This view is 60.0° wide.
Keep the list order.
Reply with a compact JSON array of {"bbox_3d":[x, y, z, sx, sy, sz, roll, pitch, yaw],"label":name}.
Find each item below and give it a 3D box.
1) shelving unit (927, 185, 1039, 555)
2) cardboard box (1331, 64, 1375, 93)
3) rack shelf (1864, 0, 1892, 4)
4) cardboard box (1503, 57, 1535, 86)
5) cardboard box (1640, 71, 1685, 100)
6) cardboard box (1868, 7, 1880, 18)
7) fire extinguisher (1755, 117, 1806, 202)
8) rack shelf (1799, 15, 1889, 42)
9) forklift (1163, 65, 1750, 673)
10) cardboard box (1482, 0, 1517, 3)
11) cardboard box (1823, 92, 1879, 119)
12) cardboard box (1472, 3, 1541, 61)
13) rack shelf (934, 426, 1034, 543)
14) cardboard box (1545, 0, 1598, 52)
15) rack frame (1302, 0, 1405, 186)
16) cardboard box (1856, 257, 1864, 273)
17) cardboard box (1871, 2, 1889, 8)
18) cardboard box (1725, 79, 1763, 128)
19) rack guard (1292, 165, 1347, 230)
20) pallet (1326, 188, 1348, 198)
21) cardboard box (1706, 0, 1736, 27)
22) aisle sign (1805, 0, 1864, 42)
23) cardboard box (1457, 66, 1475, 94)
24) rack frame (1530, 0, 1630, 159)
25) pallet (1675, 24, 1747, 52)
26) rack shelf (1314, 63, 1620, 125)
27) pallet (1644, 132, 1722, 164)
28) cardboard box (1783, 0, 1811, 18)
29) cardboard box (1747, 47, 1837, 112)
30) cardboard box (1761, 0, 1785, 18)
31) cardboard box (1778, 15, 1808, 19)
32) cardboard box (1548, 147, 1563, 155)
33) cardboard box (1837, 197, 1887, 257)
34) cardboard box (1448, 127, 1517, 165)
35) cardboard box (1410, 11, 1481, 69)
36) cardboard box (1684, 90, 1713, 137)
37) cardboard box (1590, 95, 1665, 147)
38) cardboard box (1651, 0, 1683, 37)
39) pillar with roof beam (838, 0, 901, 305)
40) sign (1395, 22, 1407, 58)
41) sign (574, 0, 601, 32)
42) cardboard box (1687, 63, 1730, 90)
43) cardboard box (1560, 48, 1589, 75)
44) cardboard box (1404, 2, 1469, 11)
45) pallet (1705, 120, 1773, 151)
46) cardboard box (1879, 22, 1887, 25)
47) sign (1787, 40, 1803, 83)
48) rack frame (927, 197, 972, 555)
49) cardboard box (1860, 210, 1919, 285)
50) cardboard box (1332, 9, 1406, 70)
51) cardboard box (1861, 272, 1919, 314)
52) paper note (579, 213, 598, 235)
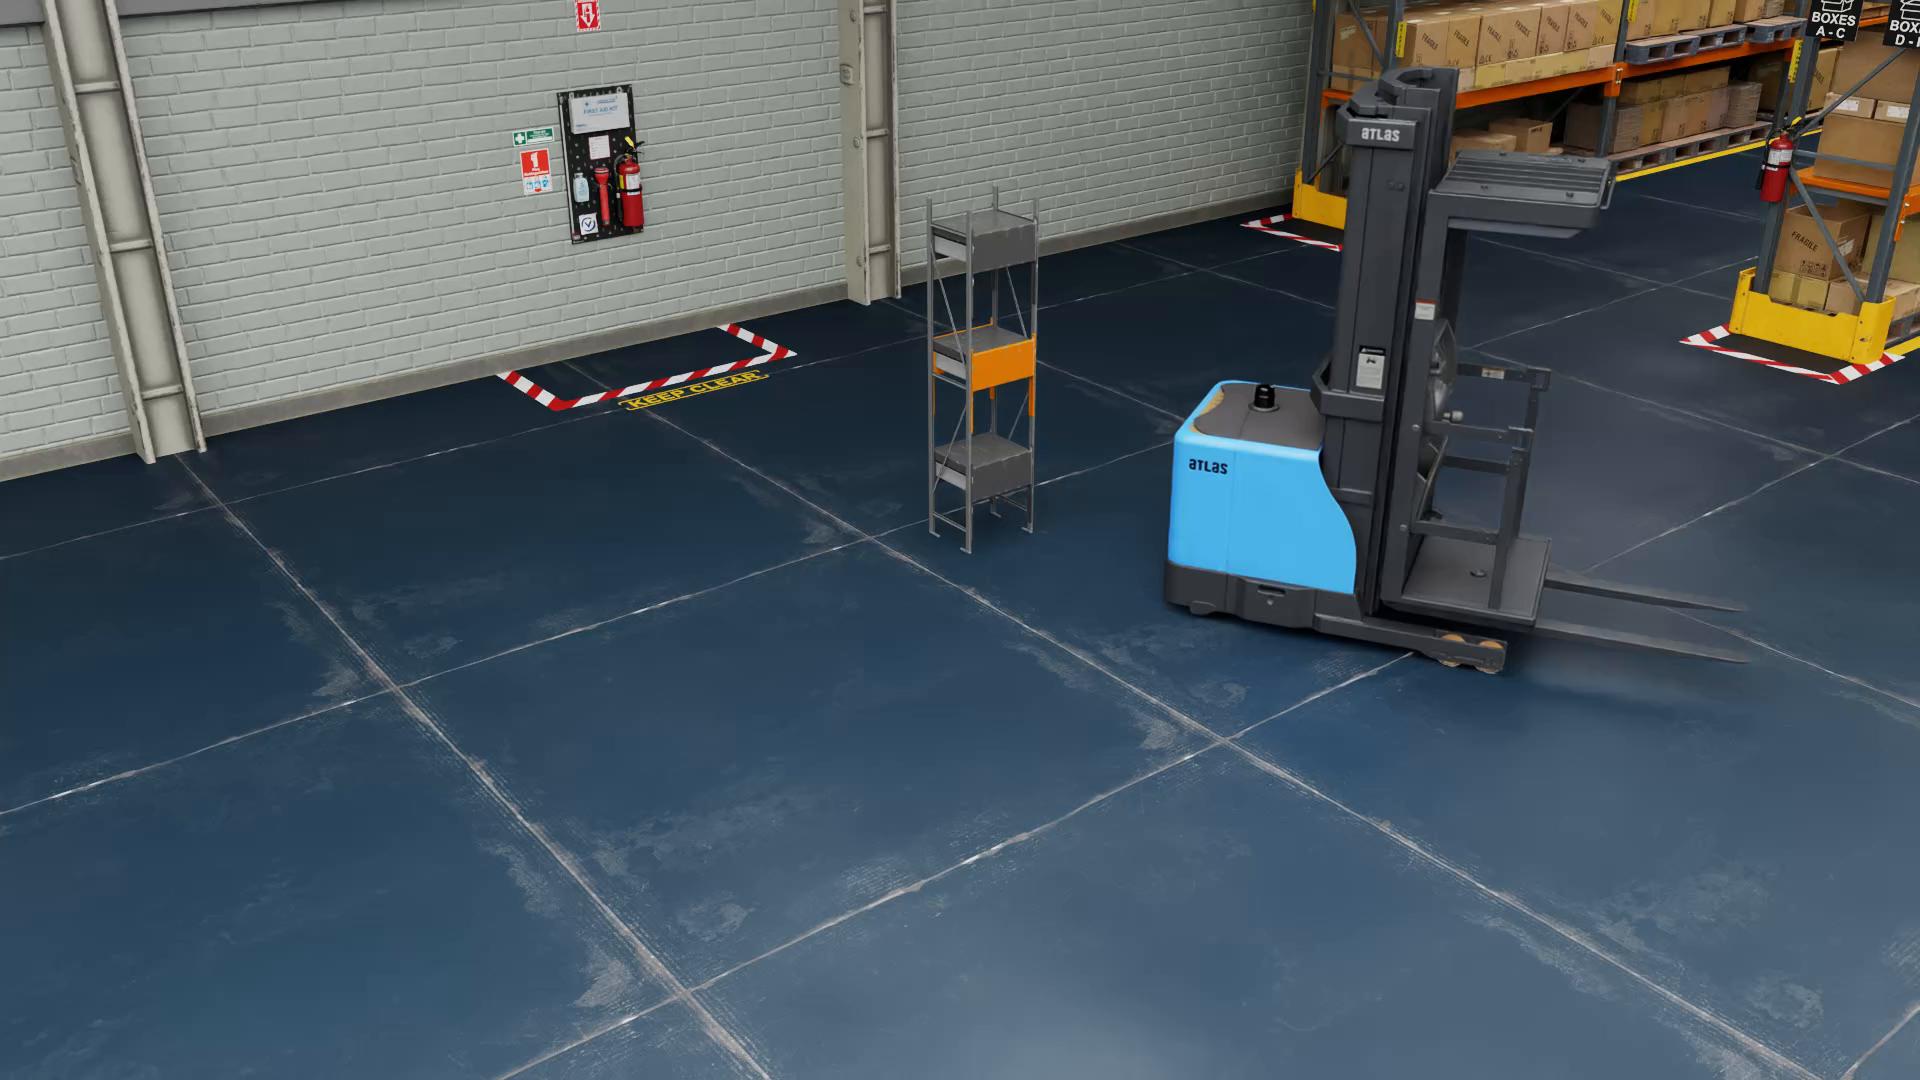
[{"bbox_3d":[0.130,-0.995,9.901,0.503,2.100,0.431,-18,31,-34],"label":"shelving unit"},{"bbox_3d":[4.178,-4.758,17.093,0.500,0.250,0.500,-18,30,-33],"label":"cardboard box"},{"bbox_3d":[8.564,-4.545,13.771,4.000,0.370,1.077,-18,31,-34],"label":"rack shelf"},{"bbox_3d":[5.714,-4.994,17.602,0.500,0.250,0.500,-18,30,-34],"label":"cardboard box"},{"bbox_3d":[8.398,-5.525,20.146,0.500,0.250,0.500,-19,31,-35],"label":"cardboard box"},{"bbox_3d":[12.039,-7.081,22.219,0.250,0.149,0.380,-17,30,-32],"label":"cardboard box"},{"bbox_3d":[6.610,-3.079,13.413,0.183,0.674,0.296,-18,31,-34],"label":"fire extinguisher"},{"bbox_3d":[11.799,-6.902,22.414,4.000,0.370,1.077,-18,31,-34],"label":"rack shelf"},{"bbox_3d":[2.714,-0.883,8.671,3.031,2.935,1.130,10,27,20],"label":"forklift"},{"bbox_3d":[5.774,-5.638,18.098,0.500,0.500,0.500,-17,30,-33],"label":"cardboard box"},{"bbox_3d":[7.173,-3.493,13.324,0.250,0.149,0.380,-19,31,-35],"label":"cardboard box"},{"bbox_3d":[5.696,-5.332,17.439,0.500,0.500,0.500,-17,30,-32],"label":"cardboard box"},{"bbox_3d":[0.130,-0.348,10.201,0.480,0.518,0.431,-18,31,-34],"label":"rack shelf"},{"bbox_3d":[6.507,-5.594,18.005,0.500,0.500,0.500,-18,31,-34],"label":"cardboard box"},{"bbox_3d":[3.930,-4.631,16.665,0.127,3.000,1.000,-18,31,-34],"label":"rack frame"},{"bbox_3d":[7.616,-2.305,14.421,0.500,0.250,0.500,-18,31,-34],"label":"cardboard box"},{"bbox_3d":[11.980,-7.339,22.005,0.500,0.500,0.500,-17,30,-33],"label":"cardboard box"},{"bbox_3d":[9.691,-5.571,21.136,0.500,0.500,0.700,-18,30,-33],"label":"cardboard box"},{"bbox_3d":[3.990,-3.517,17.234,0.348,0.500,1.175,-18,31,-34],"label":"rack guard"},{"bbox_3d":[4.651,-3.585,17.724,1.213,0.211,1.003,-18,31,-34],"label":"pallet"},{"bbox_3d":[8.895,-6.498,20.046,0.500,0.500,0.700,-18,31,-34],"label":"cardboard box"},{"bbox_3d":[6.757,-4.250,12.757,0.004,0.787,0.394,-18,31,-34],"label":"aisle sign"},{"bbox_3d":[4.910,-4.733,17.040,0.500,0.250,0.500,-19,31,-36],"label":"cardboard box"},{"bbox_3d":[7.078,-5.670,18.904,0.127,3.000,1.000,-18,31,-34],"label":"rack frame"},{"bbox_3d":[8.693,-6.094,20.046,1.213,0.211,1.003,-18,31,-34],"label":"pallet"},{"bbox_3d":[5.504,-4.824,17.936,4.000,0.370,1.077,-18,31,-34],"label":"rack shelf"},{"bbox_3d":[8.650,-4.927,20.615,1.213,0.211,1.003,-18,31,-34],"label":"pallet"},{"bbox_3d":[10.766,-6.940,21.144,0.500,0.500,0.500,-17,30,-33],"label":"cardboard box"},{"bbox_3d":[10.885,-6.072,21.825,0.750,0.750,0.750,-19,31,-35],"label":"cardboard box"},{"bbox_3d":[9.862,-6.829,20.759,0.500,0.500,0.700,-23,33,-40],"label":"cardboard box"},{"bbox_3d":[10.627,-6.613,21.211,0.250,0.149,0.380,-19,31,-35],"label":"cardboard box"},{"bbox_3d":[6.675,-4.436,19.087,0.380,0.166,0.250,22,33,39],"label":"cardboard box"},{"bbox_3d":[8.006,-2.777,14.547,0.500,0.500,0.500,-18,31,-34],"label":"cardboard box"},{"bbox_3d":[5.587,-4.169,18.116,0.500,0.500,0.700,-21,32,-37],"label":"cardboard box"},{"bbox_3d":[4.886,-5.062,16.857,0.500,0.500,0.500,-18,30,-34],"label":"cardboard box"},{"bbox_3d":[8.840,-5.337,20.633,0.500,0.500,0.700,-18,31,-34],"label":"cardboard box"},{"bbox_3d":[8.022,-5.083,20.087,0.500,0.500,0.700,-19,31,-35],"label":"cardboard box"},{"bbox_3d":[7.944,-6.179,19.359,0.500,0.500,0.700,-15,29,-29],"label":"cardboard box"},{"bbox_3d":[1.882,-4.836,9.980,0.400,9.000,9.100,-18,31,-34],"label":"pillar with roof beam"},{"bbox_3d":[4.265,-4.844,16.096,0.005,0.325,0.100,-18,31,-34],"label":"sign"},{"bbox_3d":[-2.810,-3.994,12.539,0.199,0.298,0.001,-18,31,-34],"label":"sign"},{"bbox_3d":[9.204,-5.783,20.704,0.500,0.250,0.500,-18,30,-33],"label":"cardboard box"},{"bbox_3d":[6.495,-5.261,18.177,0.500,0.250,0.500,-18,30,-34],"label":"cardboard box"},{"bbox_3d":[4.976,-5.368,17.517,0.500,0.500,0.500,-19,31,-35],"label":"cardboard box"},{"bbox_3d":[9.610,-5.242,21.294,1.213,0.211,1.003,-18,31,-34],"label":"pallet"},{"bbox_3d":[7.817,-3.894,13.417,0.500,0.500,0.700,-19,31,-35],"label":"cardboard box"},{"bbox_3d":[6.666,-3.807,13.233,0.005,0.325,0.100,-18,31,-34],"label":"sign"},{"bbox_3d":[-0.062,-0.932,9.764,0.015,2.100,0.400,-18,31,-34],"label":"rack frame"},{"bbox_3d":[7.941,-2.470,13.887,0.500,0.500,0.500,-18,31,-34],"label":"cardboard box"},{"bbox_3d":[4.170,-5.105,16.950,0.500,0.500,0.500,-19,31,-35],"label":"cardboard box"},{"bbox_3d":[7.940,-2.131,14.046,0.500,0.250,0.500,-18,31,-34],"label":"cardboard box"},{"bbox_3d":[-2.924,-2.489,13.096,0.142,0.148,0.016,-18,31,-34],"label":"paper note"}]
